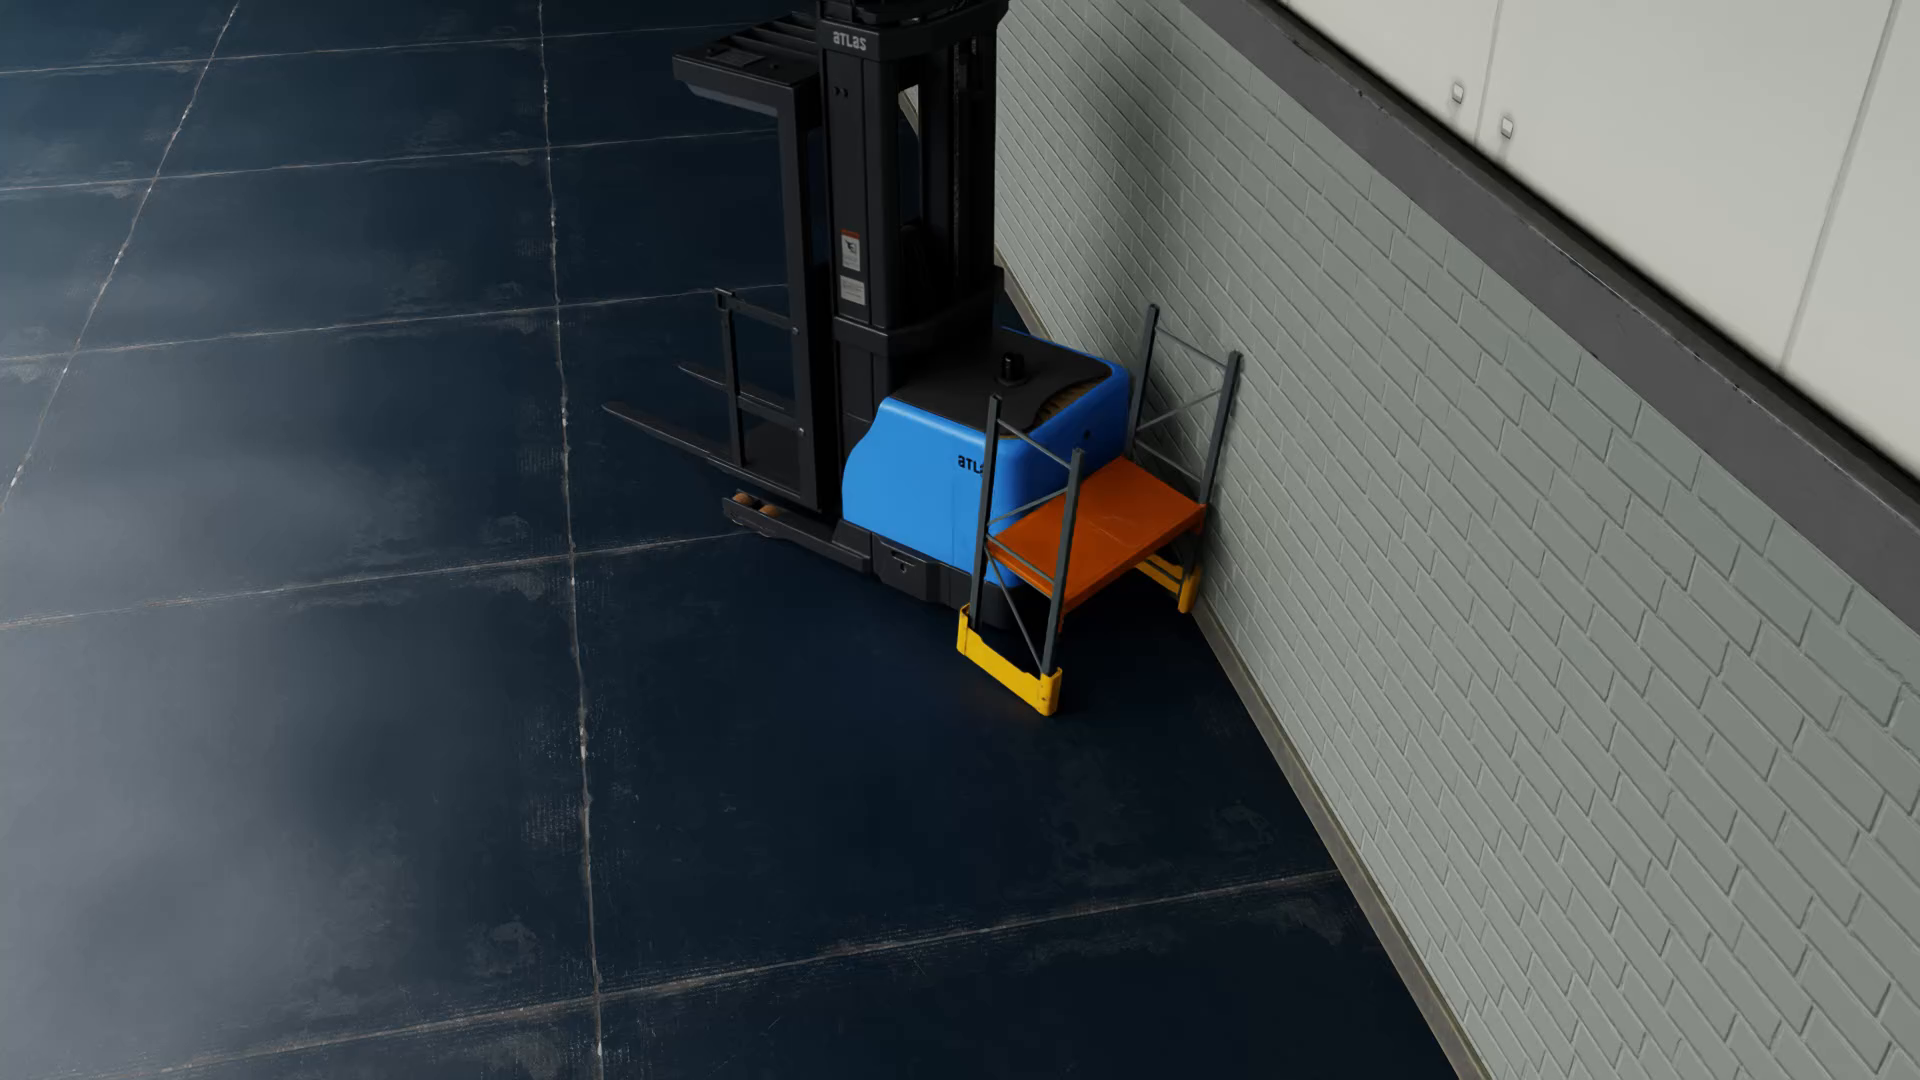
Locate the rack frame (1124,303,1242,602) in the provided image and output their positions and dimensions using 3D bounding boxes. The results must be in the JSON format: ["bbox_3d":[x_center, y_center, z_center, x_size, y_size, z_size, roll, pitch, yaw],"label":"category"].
[{"bbox_3d":[0.975,-0.367,7.765,0.500,1.500,0.032,36,50,29],"label":"rack frame"}]

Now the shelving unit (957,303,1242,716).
[{"bbox_3d":[0.612,-0.137,7.477,0.587,1.500,1.083,36,50,29],"label":"shelving unit"}]

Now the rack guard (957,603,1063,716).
[{"bbox_3d":[0.222,0.546,7.619,0.587,0.250,0.087,36,50,29],"label":"rack guard"}]

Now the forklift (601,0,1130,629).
[{"bbox_3d":[-0.641,-1.444,8.271,3.031,2.935,1.130,23,40,30],"label":"forklift"}]

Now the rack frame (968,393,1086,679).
[{"bbox_3d":[0.262,0.084,7.199,0.500,1.500,0.032,36,50,29],"label":"rack frame"}]

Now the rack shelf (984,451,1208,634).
[{"bbox_3d":[0.607,-0.008,7.603,0.538,0.185,1.000,36,50,29],"label":"rack shelf"}]

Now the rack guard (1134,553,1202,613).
[{"bbox_3d":[0.921,0.104,8.173,0.587,0.250,0.087,36,50,29],"label":"rack guard"}]
